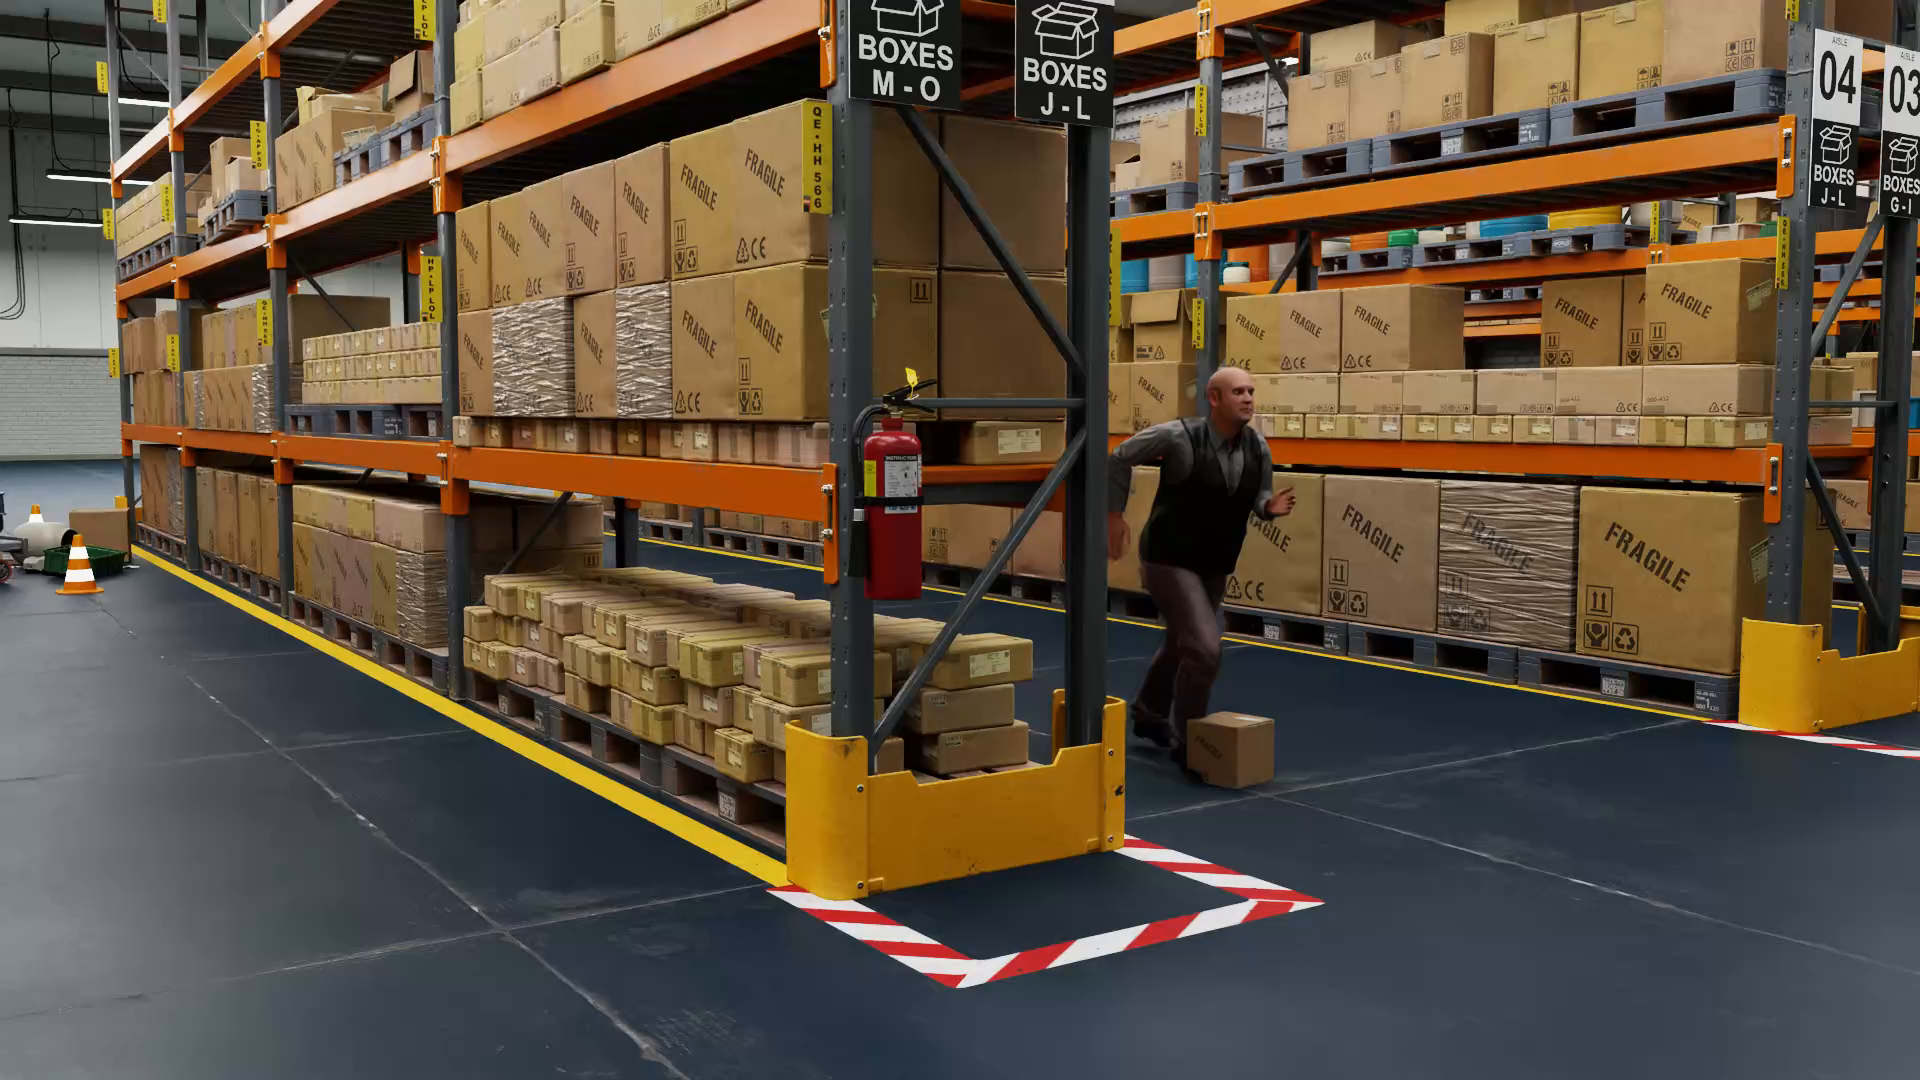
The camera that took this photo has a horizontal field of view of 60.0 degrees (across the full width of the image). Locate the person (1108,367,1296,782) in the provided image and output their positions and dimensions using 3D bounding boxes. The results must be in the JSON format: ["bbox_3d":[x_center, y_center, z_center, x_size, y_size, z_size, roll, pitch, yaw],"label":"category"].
[{"bbox_3d":[0.952,0.122,6.828,0.649,1.649,0.965,-4,6,-39],"label":"person"}]
